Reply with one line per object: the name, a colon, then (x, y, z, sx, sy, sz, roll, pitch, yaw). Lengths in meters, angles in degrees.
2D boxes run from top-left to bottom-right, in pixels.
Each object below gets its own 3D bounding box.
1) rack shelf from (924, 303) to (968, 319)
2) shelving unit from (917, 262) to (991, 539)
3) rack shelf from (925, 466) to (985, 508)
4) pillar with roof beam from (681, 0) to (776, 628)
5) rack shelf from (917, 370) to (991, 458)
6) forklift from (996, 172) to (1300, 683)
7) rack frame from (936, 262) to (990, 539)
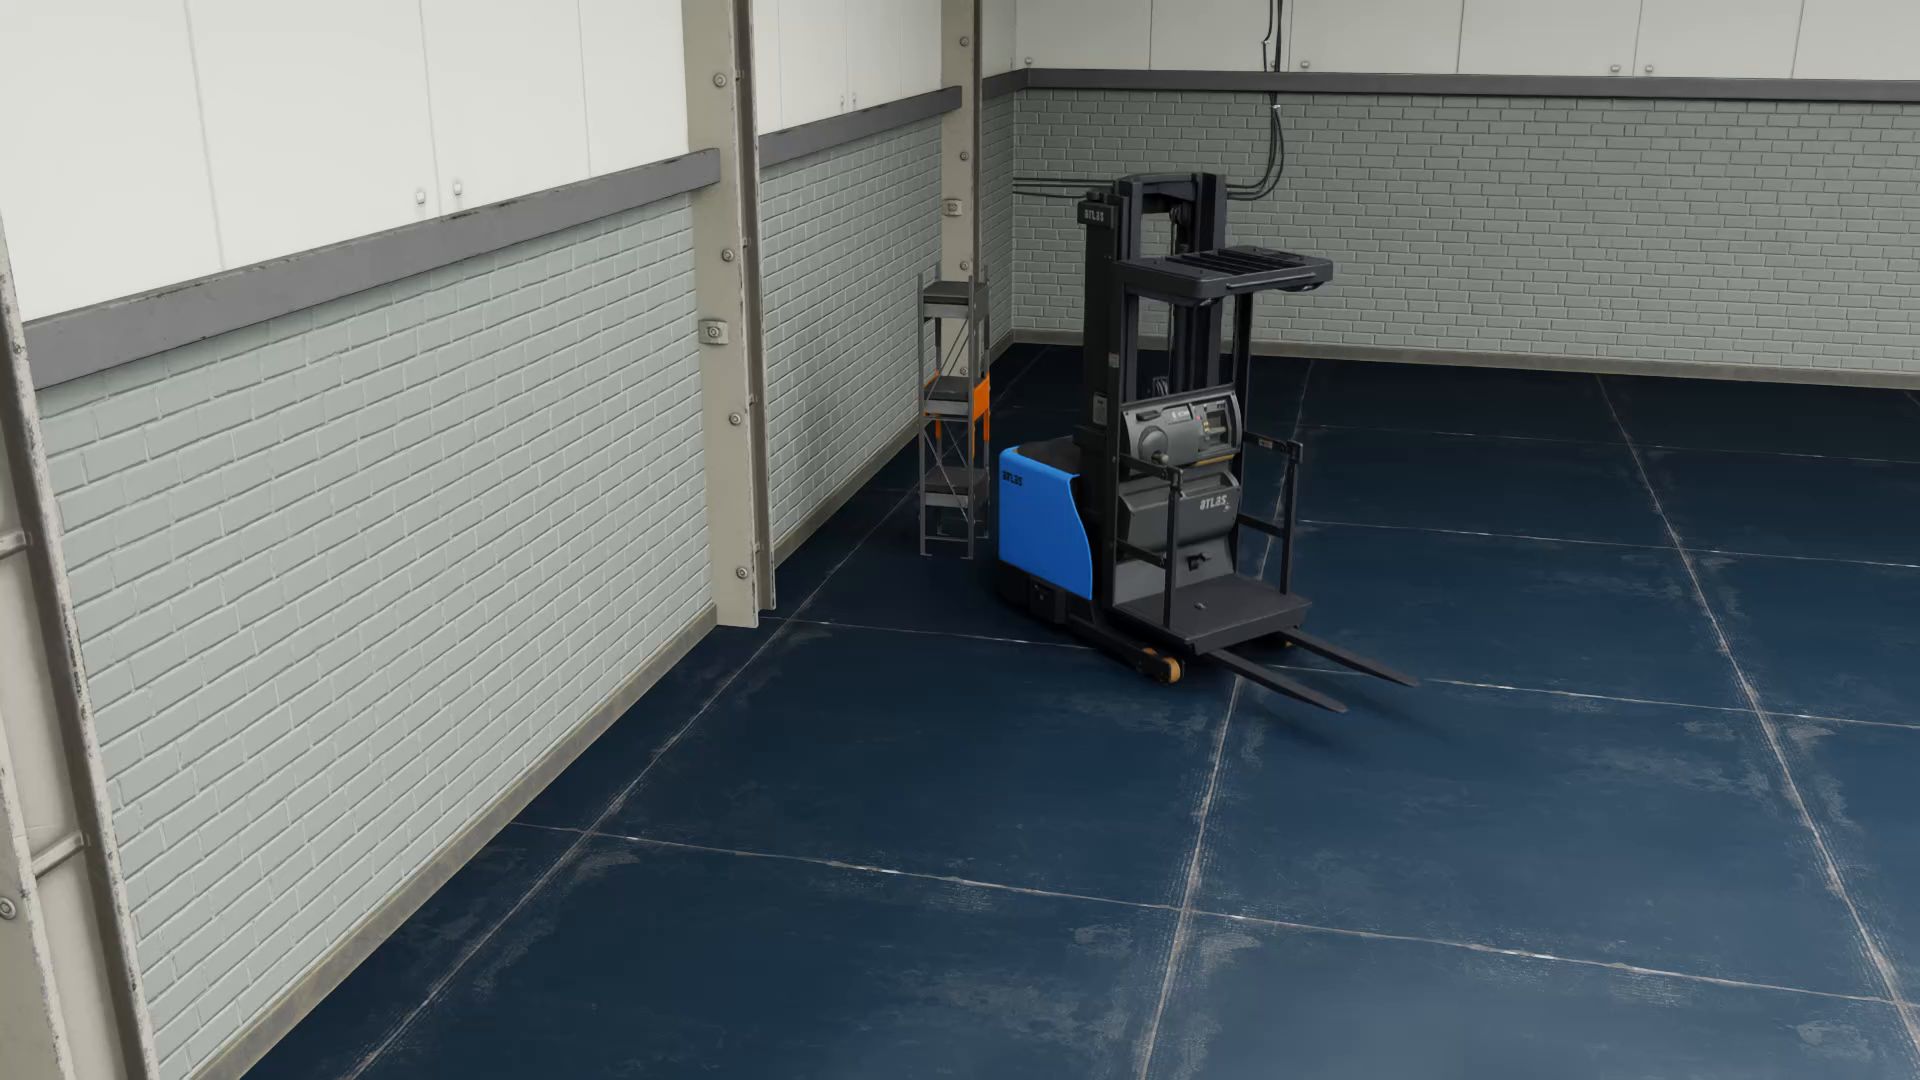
rack shelf: (-0.040, -1.686, 11.942, 0.332, 0.100, 0.442, 5, 19, 13)
shelving unit: (-0.039, -0.944, 12.202, 0.431, 2.100, 0.492, 5, 19, 13)
rack shelf: (-0.040, -0.396, 12.383, 0.368, 0.174, 0.457, 5, 19, 13)
pillar with roof beam: (2.724, -3.411, 8.752, 9.100, 9.000, 0.400, 5, 19, 13)
rack shelf: (-0.040, -0.929, 12.201, 0.431, 0.518, 0.480, 5, 19, 13)
forklift: (1.508, -0.684, 10.155, 1.130, 2.935, 3.031, -13, 23, -33)
rack frame: (0.019, -1.018, 12.420, 0.400, 2.100, 0.015, 5, 19, 13)
